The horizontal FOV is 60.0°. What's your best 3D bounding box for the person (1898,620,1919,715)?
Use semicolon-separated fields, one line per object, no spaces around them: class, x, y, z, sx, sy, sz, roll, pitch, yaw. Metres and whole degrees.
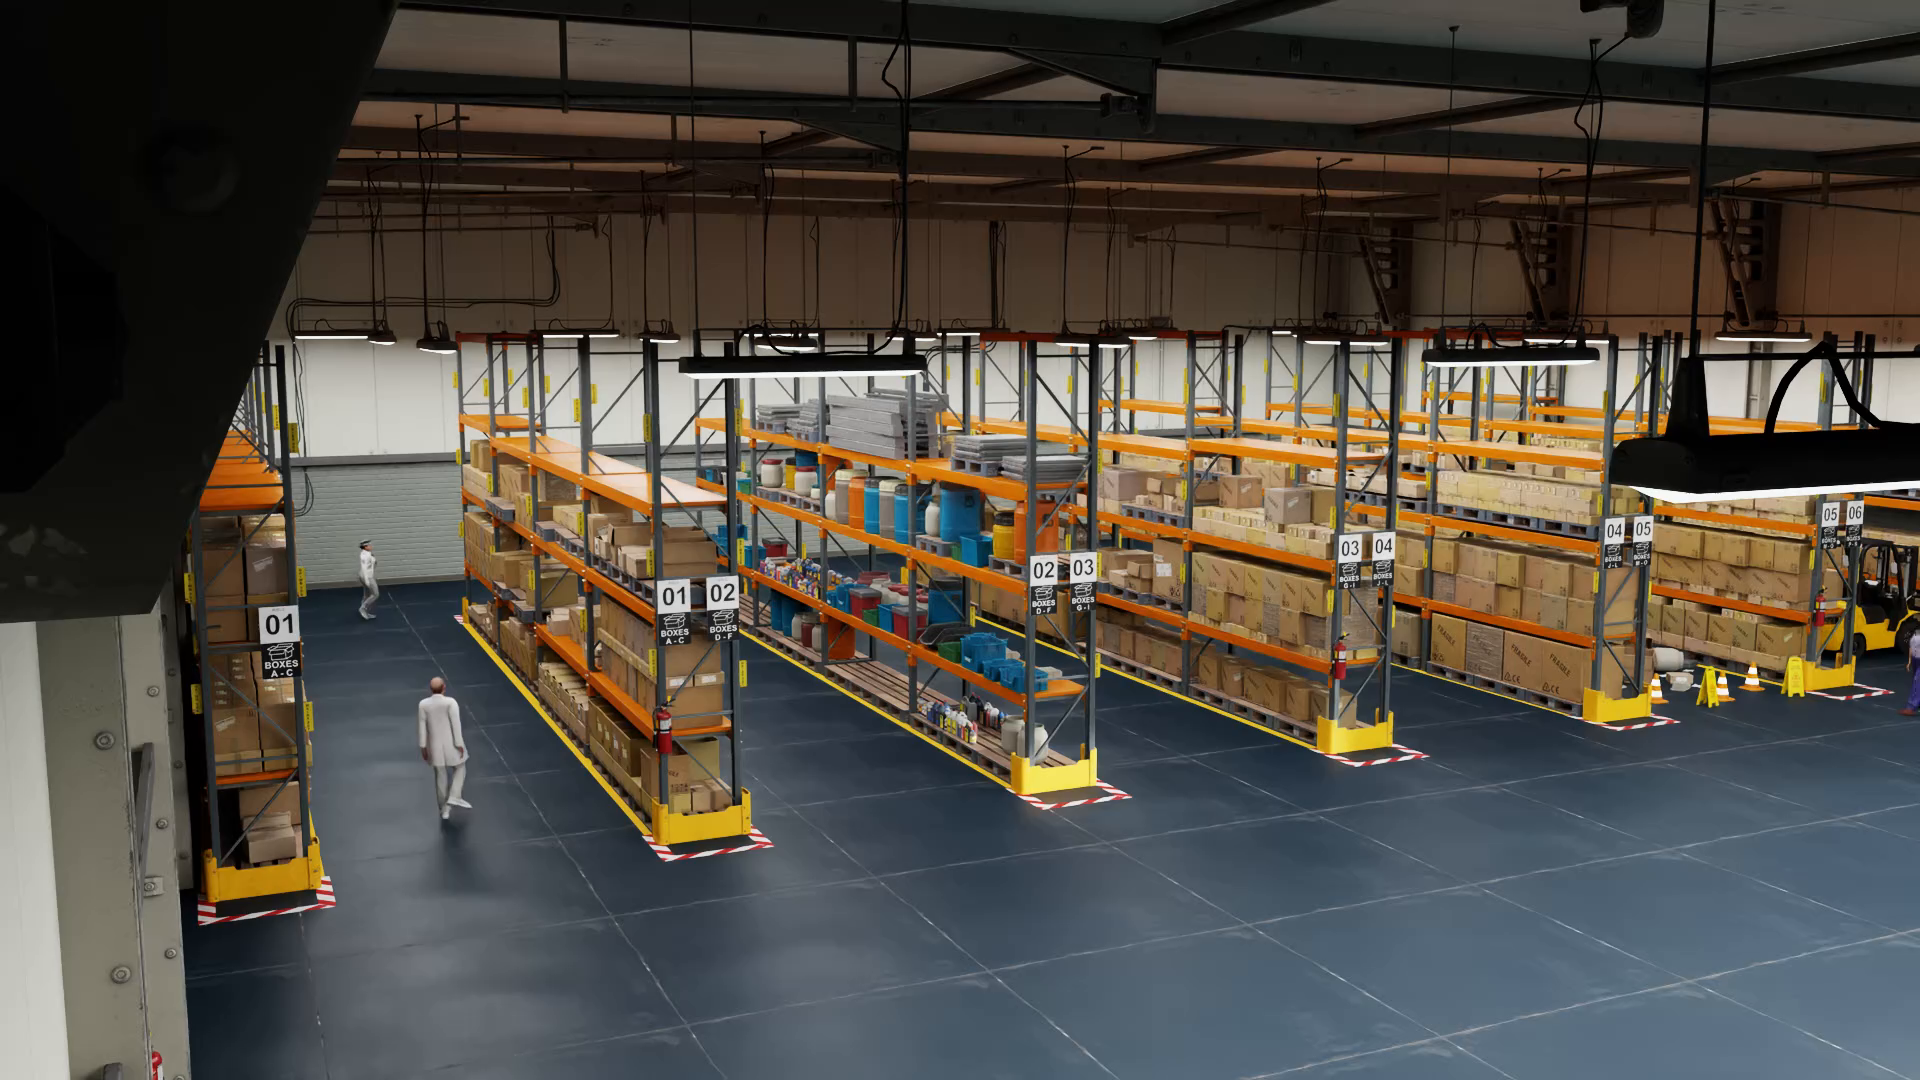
person;15.370;1.977;26.479;1.016;1.585;0.481;-2;8;-12

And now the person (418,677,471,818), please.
person;-6.539;2.619;21.065;0.625;1.769;0.533;-2;8;-11

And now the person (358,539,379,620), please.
person;-12.377;0.808;34.730;0.427;1.676;0.503;-4;9;-27
